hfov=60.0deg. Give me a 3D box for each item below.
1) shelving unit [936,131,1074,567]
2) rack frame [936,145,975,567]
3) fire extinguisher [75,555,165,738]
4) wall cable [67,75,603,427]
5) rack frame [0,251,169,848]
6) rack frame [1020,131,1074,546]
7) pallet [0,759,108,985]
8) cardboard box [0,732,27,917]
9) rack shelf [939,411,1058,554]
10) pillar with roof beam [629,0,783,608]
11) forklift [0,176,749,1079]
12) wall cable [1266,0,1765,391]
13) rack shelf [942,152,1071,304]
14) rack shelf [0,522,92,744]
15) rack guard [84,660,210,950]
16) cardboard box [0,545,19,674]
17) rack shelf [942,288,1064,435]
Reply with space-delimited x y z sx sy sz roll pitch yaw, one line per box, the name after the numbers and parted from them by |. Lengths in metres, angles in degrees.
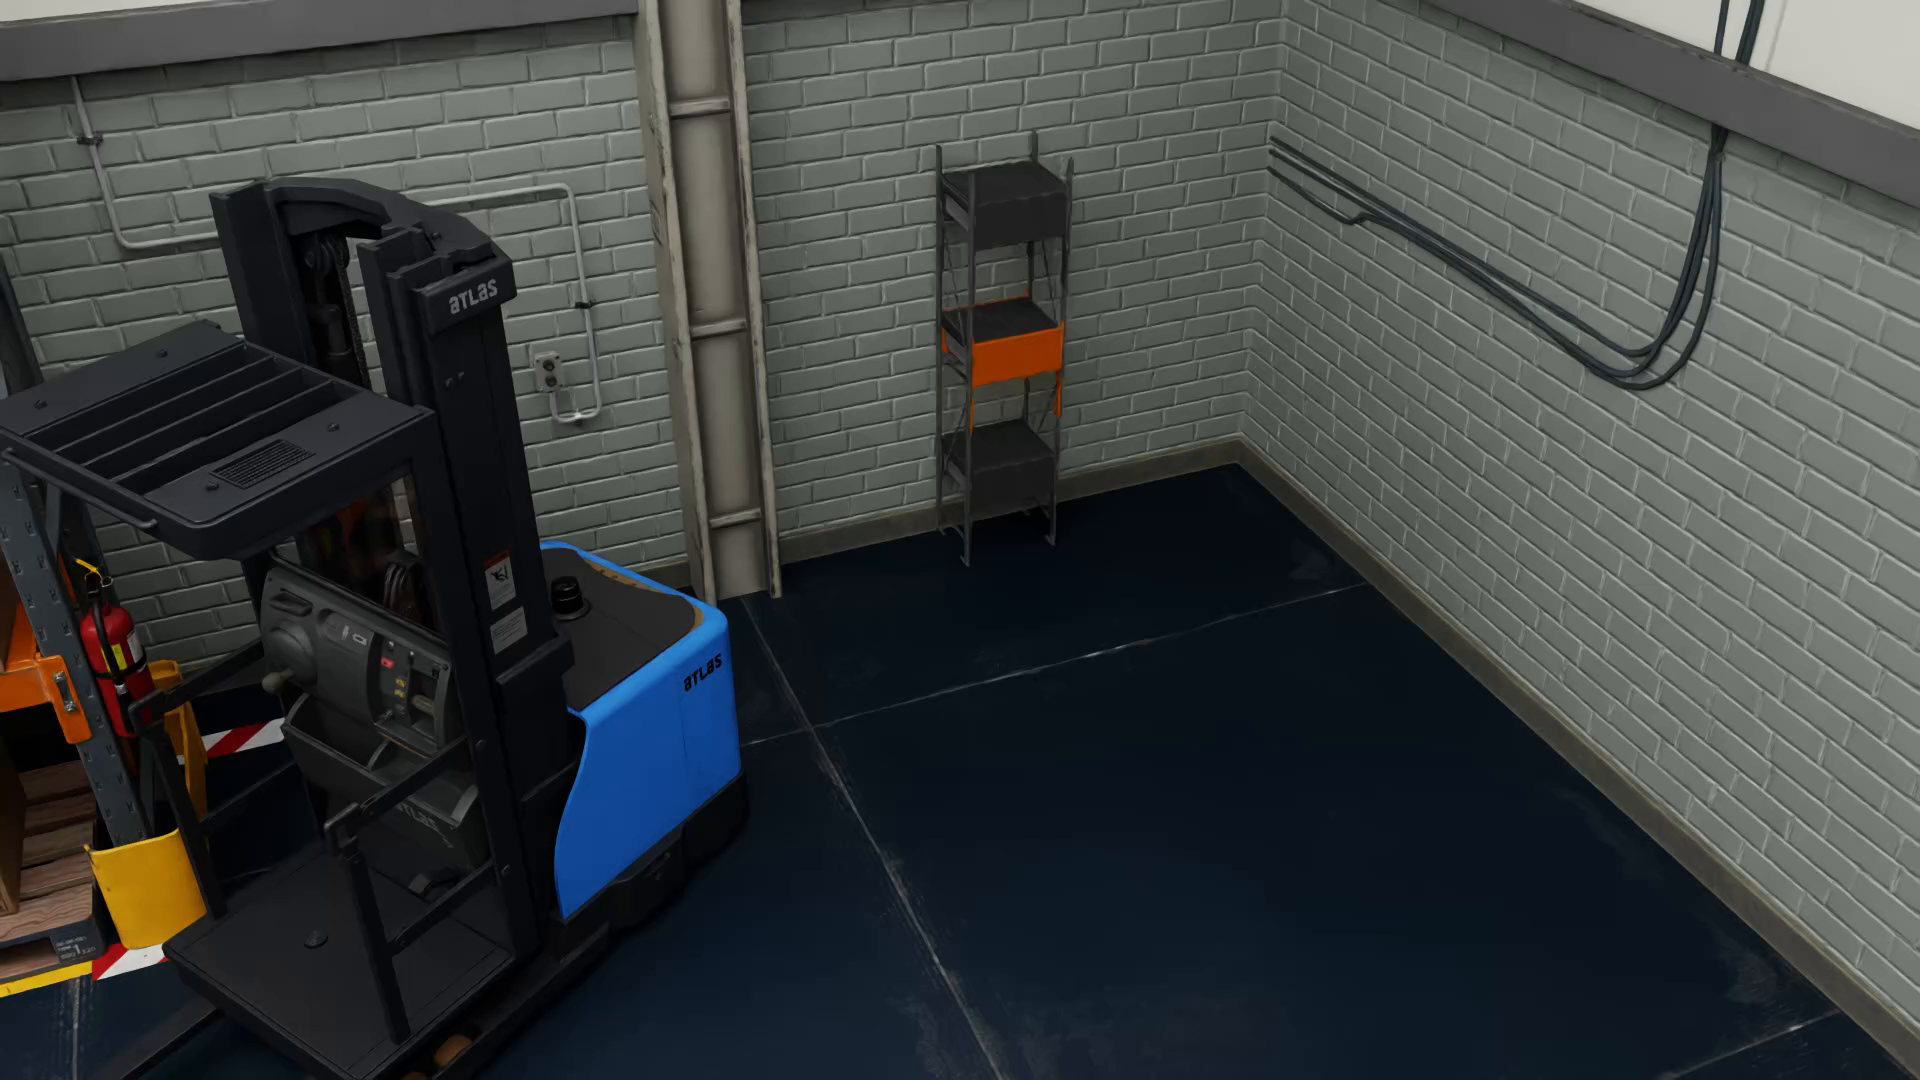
0.194 -0.891 8.152 0.503 2.100 0.431 -13 36 -20 | shelving unit
-0.030 -0.838 8.069 0.015 2.100 0.400 -13 36 -20 | rack frame
-2.963 0.382 5.825 0.183 0.674 0.296 -13 35 -19 | fire extinguisher
-2.466 -1.179 6.880 1.851 1.984 0.084 -13 35 -19 | wall cable
-3.281 -0.007 6.010 0.127 3.000 1.000 -13 35 -19 | rack frame
0.417 -0.944 8.234 0.015 2.100 0.400 -13 36 -20 | rack frame
-3.988 1.370 6.451 1.213 0.211 1.003 -13 35 -19 | pallet
-3.887 1.063 6.273 0.500 0.500 0.700 -13 35 -19 | cardboard box
0.188 -0.298 8.549 0.480 0.518 0.431 -13 36 -20 | rack shelf
0.541 -1.362 2.592 0.400 9.000 9.100 -13 35 -19 | pillar with roof beam
-2.119 0.462 5.352 1.130 2.935 3.031 20 38 28 | forklift
2.073 -2.234 6.780 0.112 2.526 3.097 -13 35 -19 | wall cable
0.200 -1.461 7.770 0.480 0.518 0.431 -13 36 -20 | rack shelf
-5.125 0.717 5.557 4.000 0.370 1.077 -13 35 -19 | rack shelf
-3.258 1.036 6.700 0.348 0.500 1.175 -13 35 -19 | rack guard
-3.747 -0.020 5.755 0.700 0.700 0.980 -11 35 -17 | cardboard box
0.194 -0.880 8.159 0.480 0.518 0.431 -13 36 -20 | rack shelf
